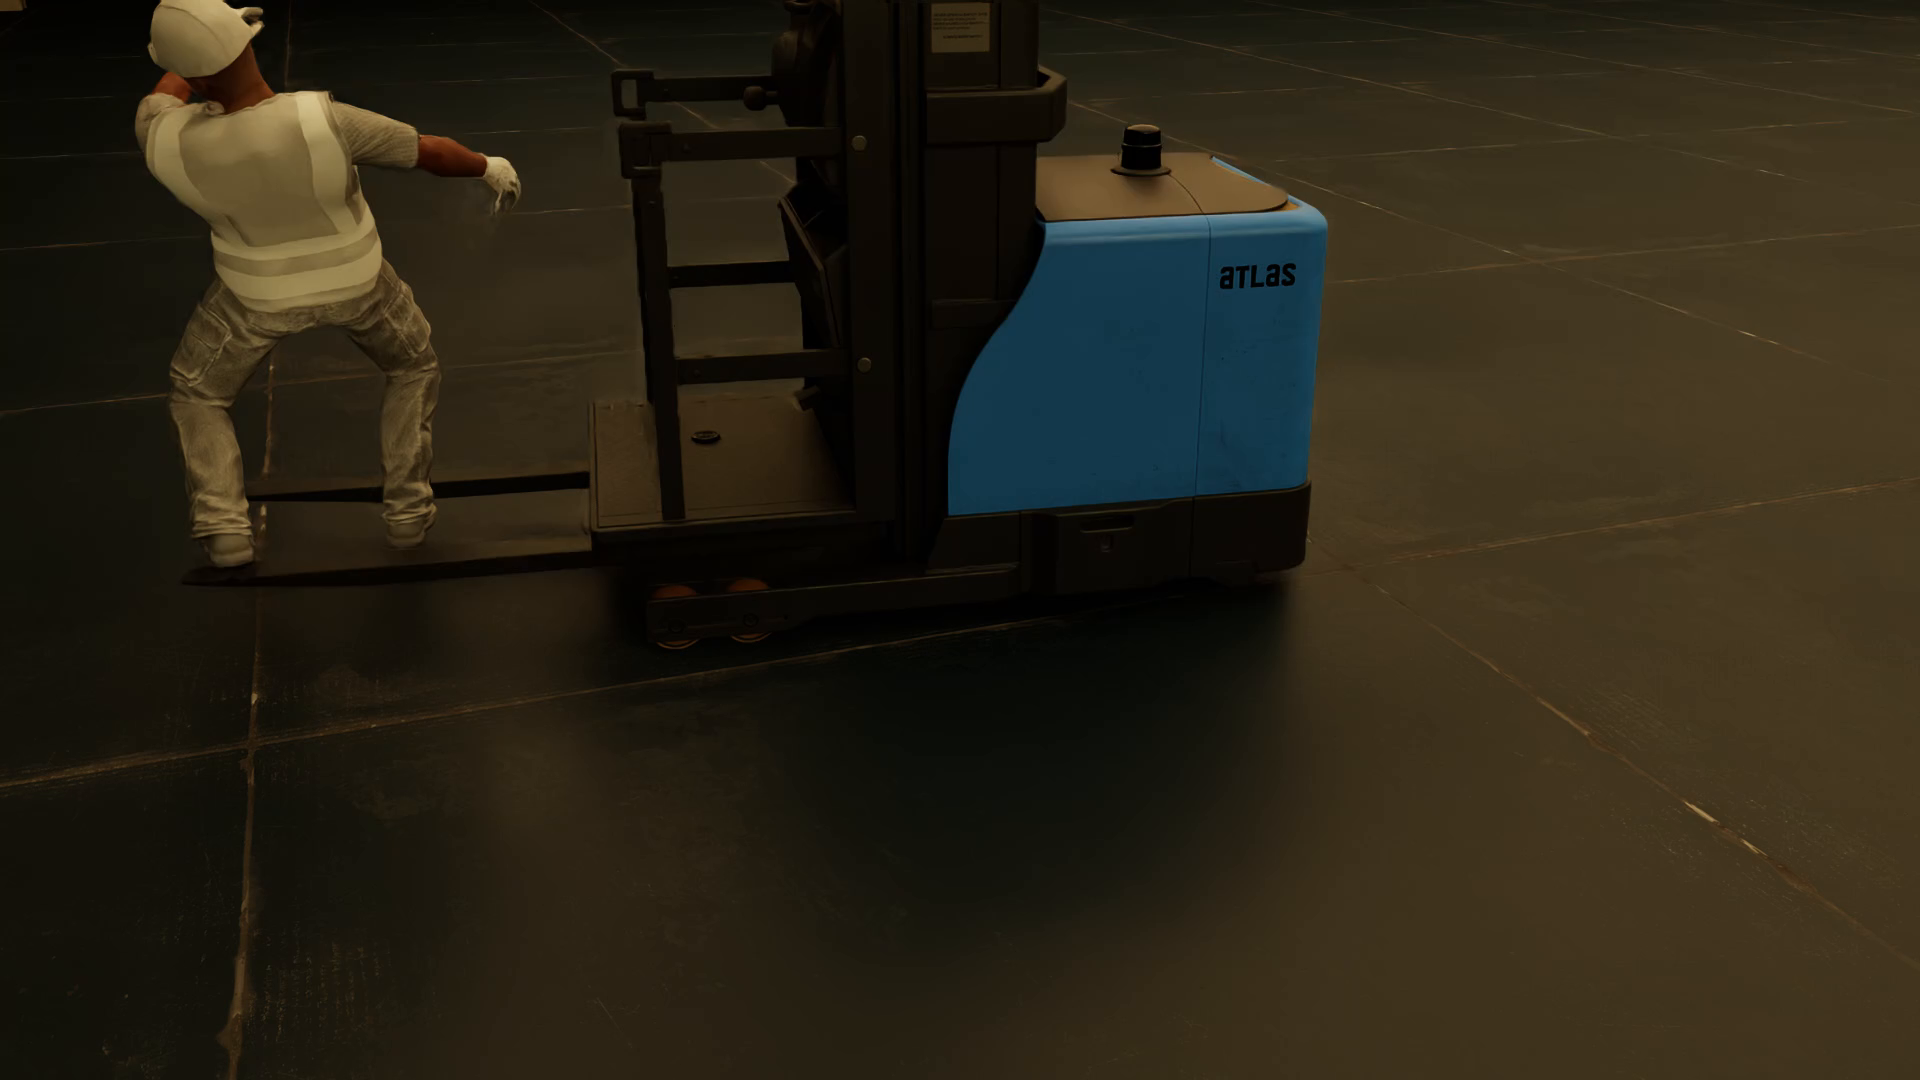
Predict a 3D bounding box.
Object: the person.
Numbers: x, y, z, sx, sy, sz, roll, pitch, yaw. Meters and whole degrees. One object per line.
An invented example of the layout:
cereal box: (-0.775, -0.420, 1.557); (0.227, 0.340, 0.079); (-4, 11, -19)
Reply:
person: (-1.686, -0.716, 4.558); (1.035, 1.557, 0.779); (-12, 26, -27)

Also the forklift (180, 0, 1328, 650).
forklift: (-0.581, -1.285, 4.355); (3.031, 2.935, 1.130); (-5, 23, -11)
